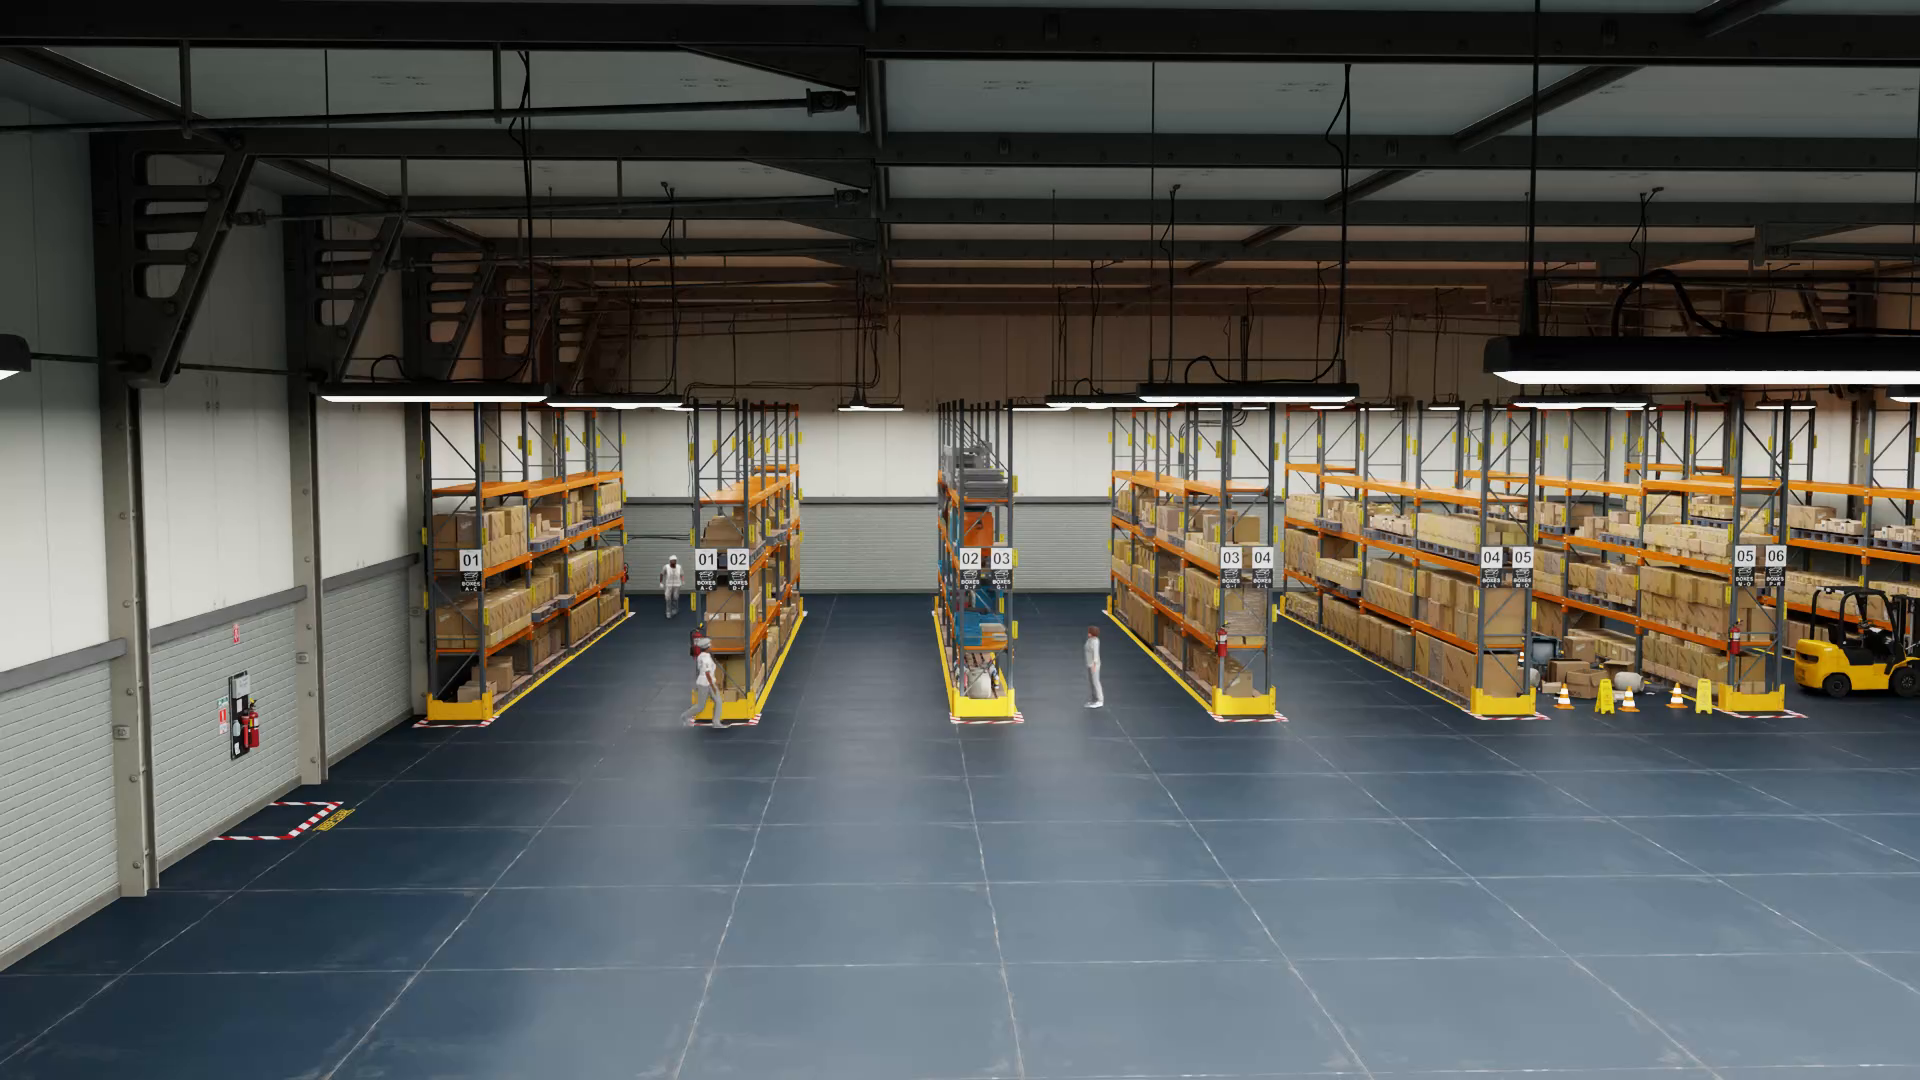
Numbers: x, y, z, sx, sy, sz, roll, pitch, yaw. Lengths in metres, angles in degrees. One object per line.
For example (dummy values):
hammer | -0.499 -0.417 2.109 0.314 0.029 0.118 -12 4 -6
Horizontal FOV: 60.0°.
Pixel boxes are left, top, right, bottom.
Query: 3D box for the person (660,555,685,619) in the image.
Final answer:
person | -8.108 1.329 46.888 0.727 1.808 0.878 0 4 -4

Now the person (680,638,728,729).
person | -4.639 2.603 30.157 0.865 1.640 0.430 1 5 19

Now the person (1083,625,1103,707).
person | 2.607 2.471 32.414 0.382 1.622 0.520 -1 5 -17
